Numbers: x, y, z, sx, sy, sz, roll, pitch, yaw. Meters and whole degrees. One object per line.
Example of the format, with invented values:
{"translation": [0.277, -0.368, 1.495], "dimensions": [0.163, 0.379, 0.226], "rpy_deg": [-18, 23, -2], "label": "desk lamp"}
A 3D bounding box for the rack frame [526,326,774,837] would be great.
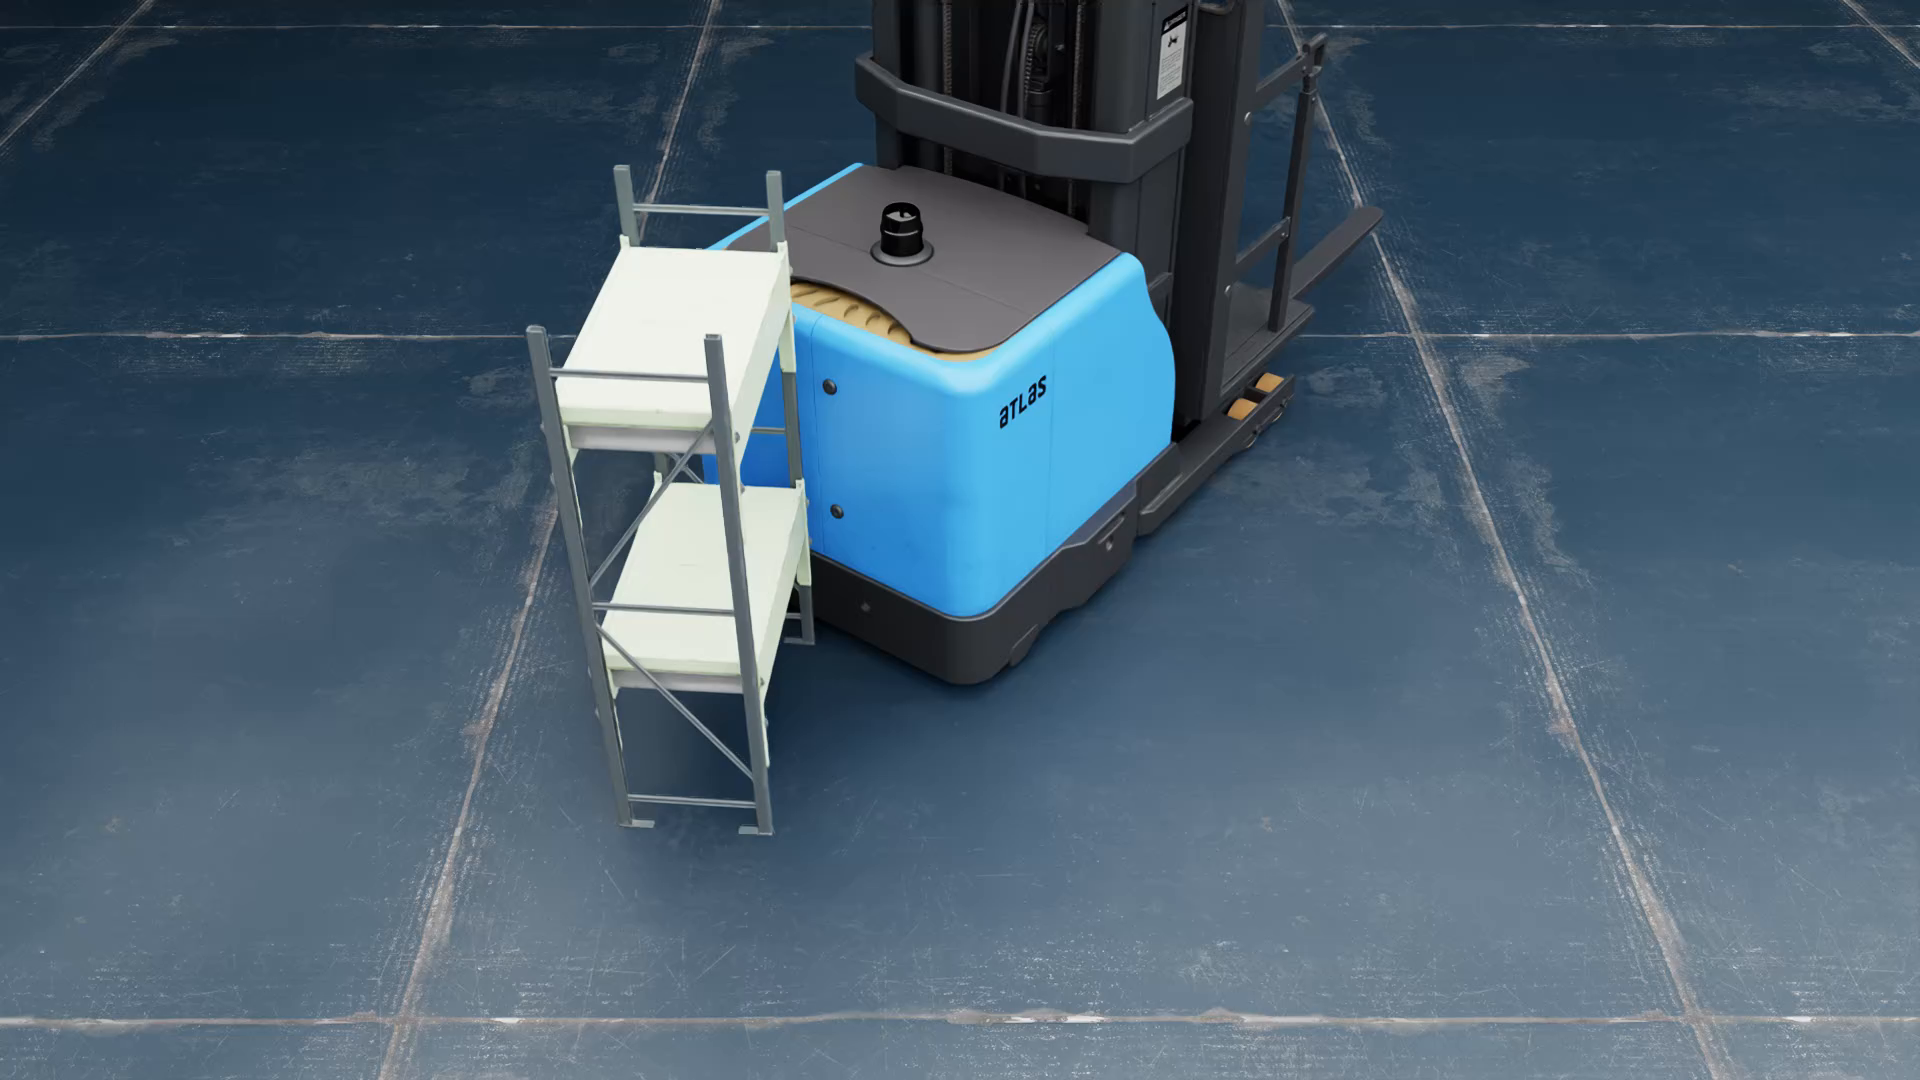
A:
{"translation": [-0.683, 0.164, 3.846], "dimensions": [0.400, 1.500, 0.023], "rpy_deg": [3, 39, 4], "label": "rack frame"}

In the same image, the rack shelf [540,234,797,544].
{"translation": [-0.654, -0.369, 3.887], "dimensions": [0.431, 0.370, 0.720], "rpy_deg": [3, 39, 4], "label": "rack shelf"}

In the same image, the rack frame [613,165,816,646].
{"translation": [-0.624, -0.292, 4.415], "dimensions": [0.400, 1.500, 0.023], "rpy_deg": [3, 39, 4], "label": "rack frame"}

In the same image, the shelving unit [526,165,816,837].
{"translation": [-0.654, -0.064, 4.131], "dimensions": [0.431, 1.500, 0.755], "rpy_deg": [3, 39, 4], "label": "shelving unit"}

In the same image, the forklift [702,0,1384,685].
{"translation": [0.500, -1.616, 4.923], "dimensions": [1.130, 2.935, 3.031], "rpy_deg": [24, 45, 27], "label": "forklift"}

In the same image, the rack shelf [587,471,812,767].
{"translation": [-0.654, 0.190, 4.335], "dimensions": [0.431, 0.370, 0.720], "rpy_deg": [3, 39, 4], "label": "rack shelf"}
